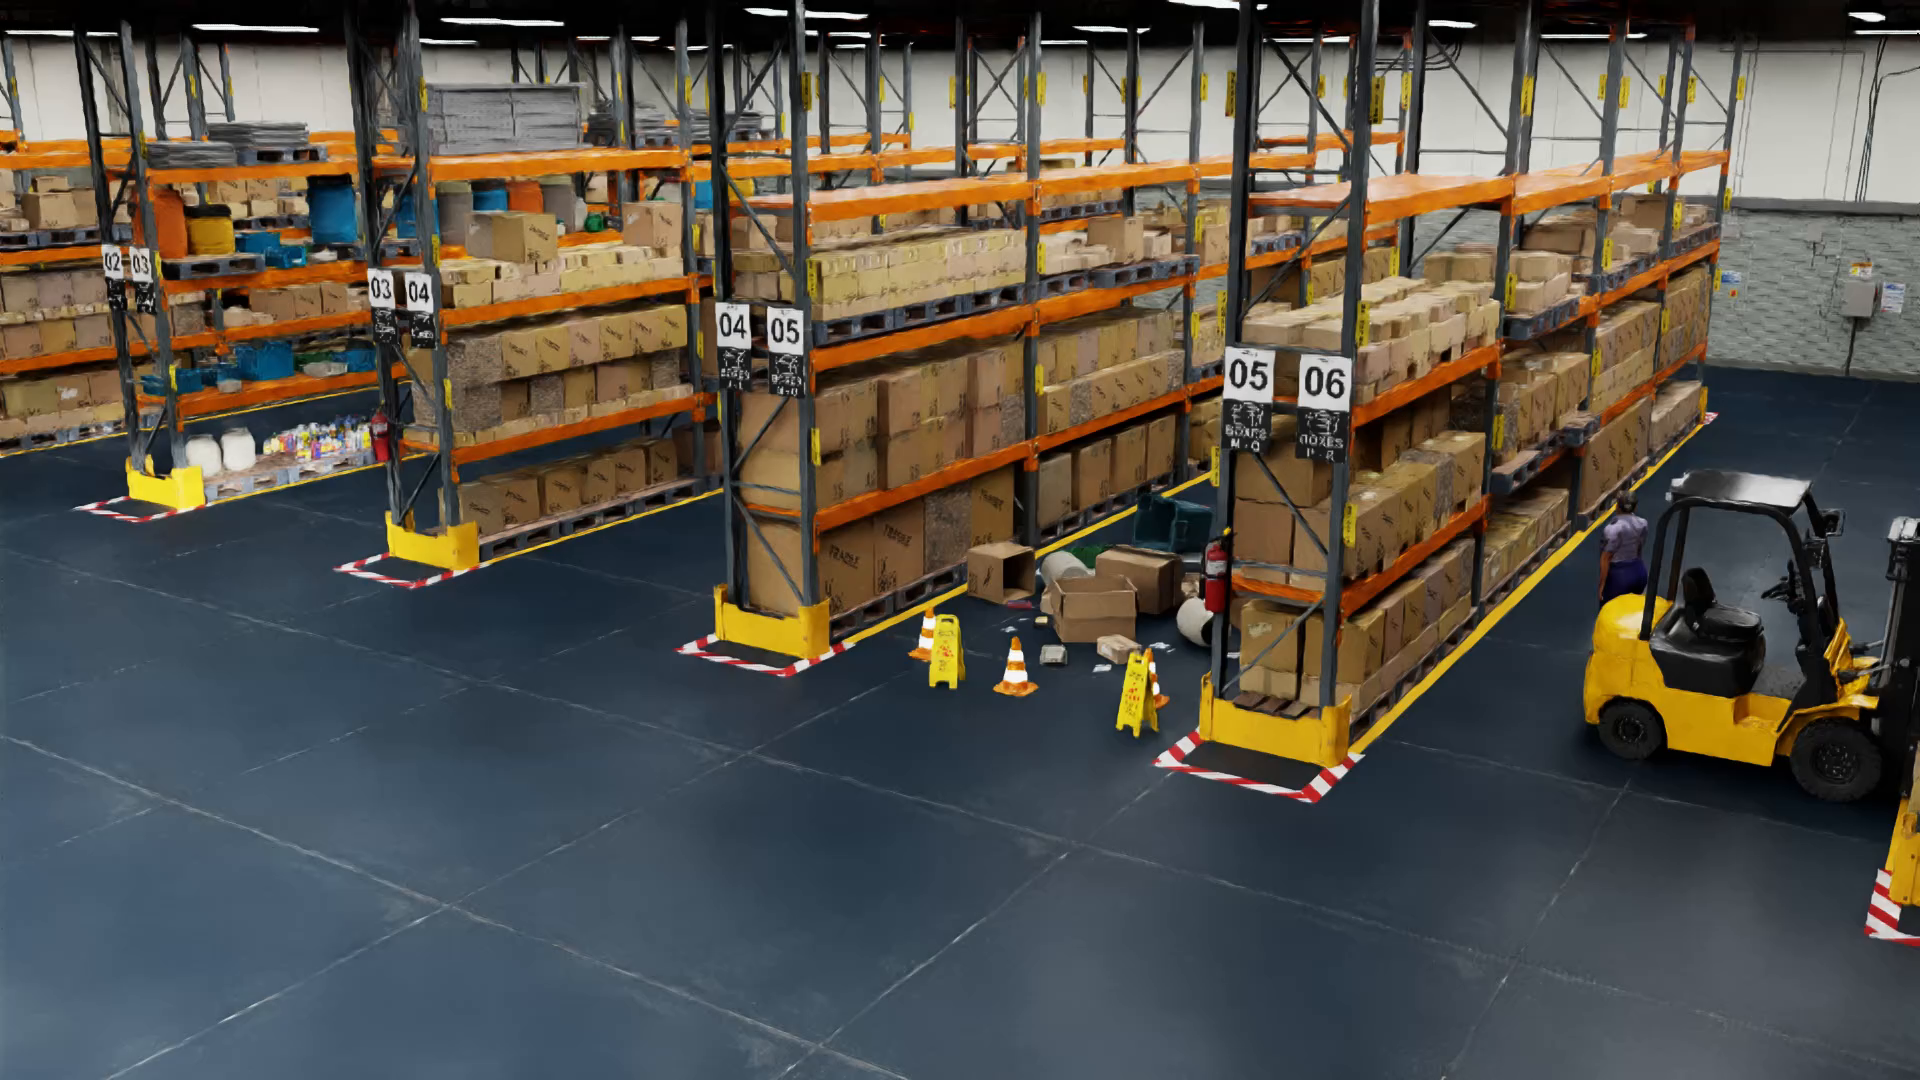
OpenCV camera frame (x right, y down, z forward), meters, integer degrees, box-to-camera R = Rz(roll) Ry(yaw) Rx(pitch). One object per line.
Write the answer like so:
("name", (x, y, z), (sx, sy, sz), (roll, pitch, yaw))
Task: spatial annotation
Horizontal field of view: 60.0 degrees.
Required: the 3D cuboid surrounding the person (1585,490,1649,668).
("person", (5.851, 0.351, 14.859), (0.523, 1.651, 0.467), (-8, 17, -26))
